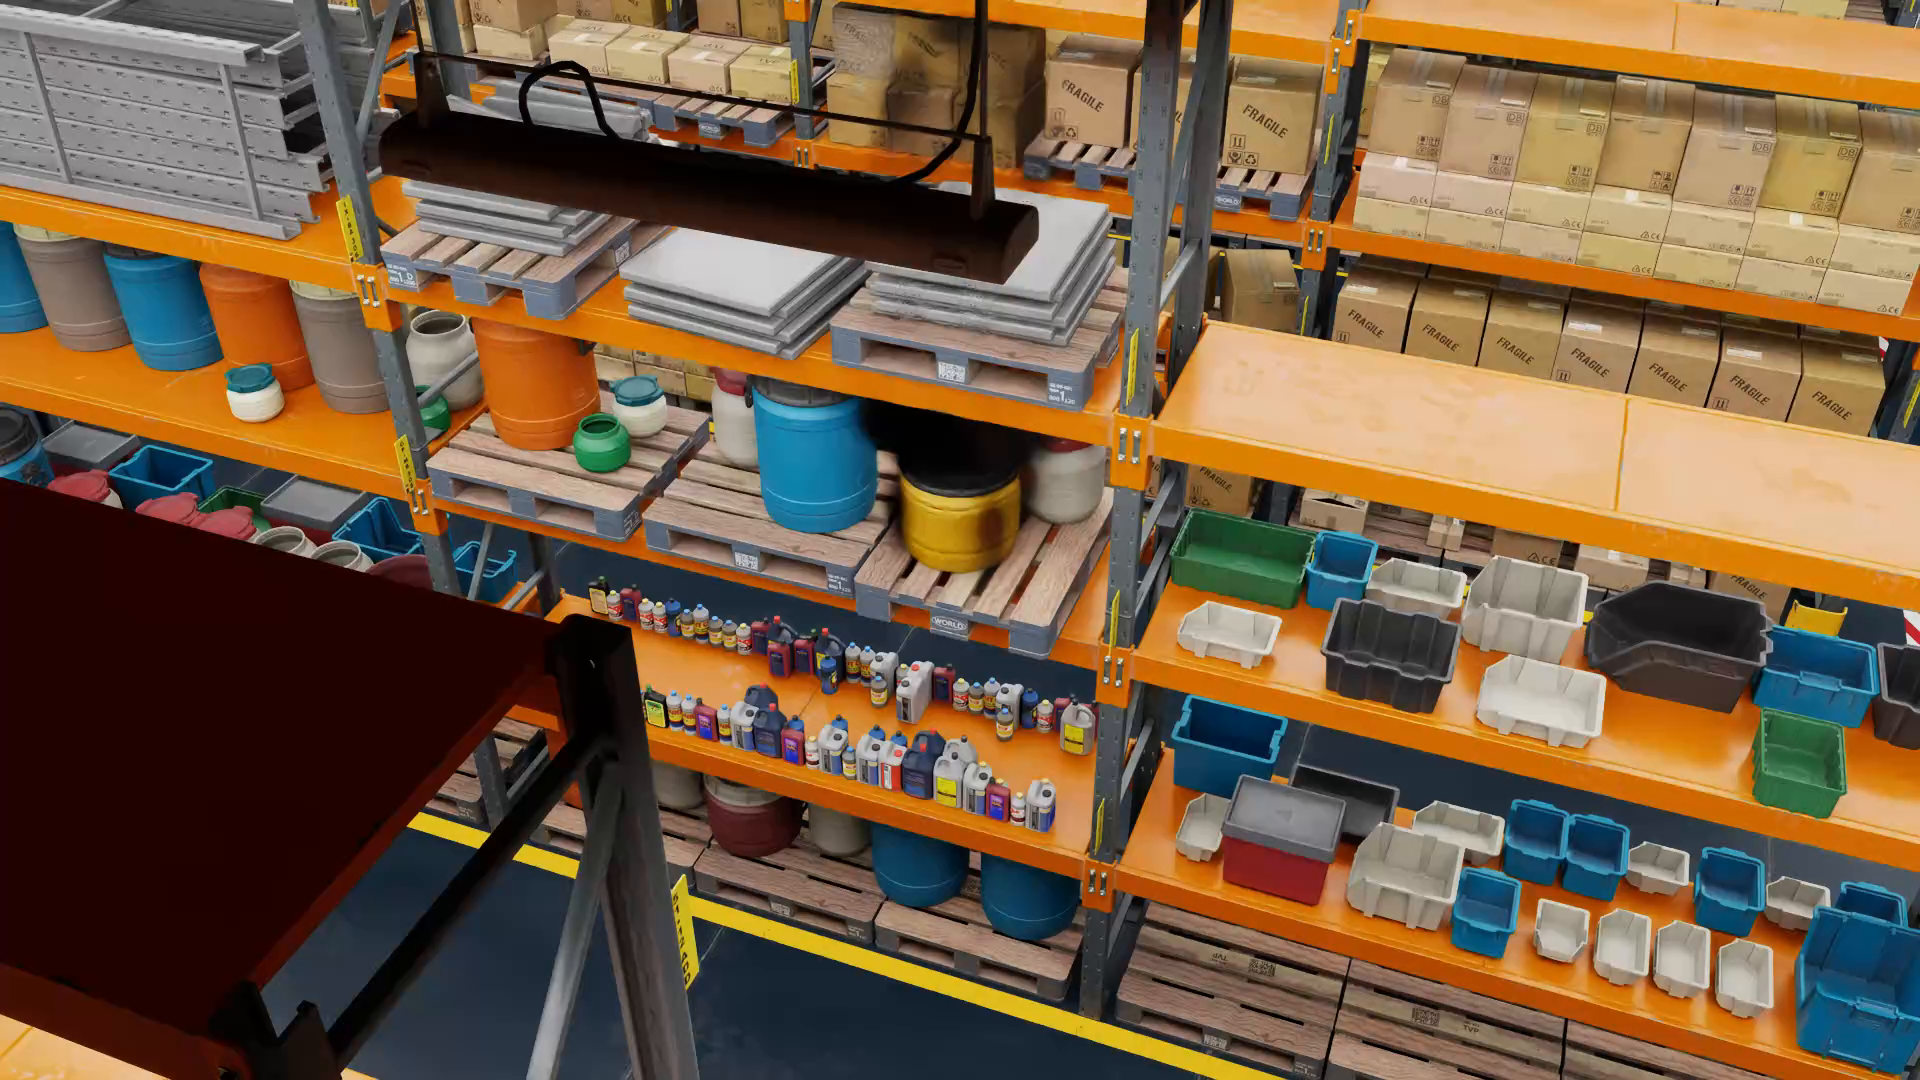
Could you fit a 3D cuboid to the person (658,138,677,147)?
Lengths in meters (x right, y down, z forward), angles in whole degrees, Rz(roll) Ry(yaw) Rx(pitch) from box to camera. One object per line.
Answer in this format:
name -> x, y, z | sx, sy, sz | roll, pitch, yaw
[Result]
person -> -2.980, -3.551, 16.806 | 0.719, 1.626, 0.577 | 6, 37, 8
